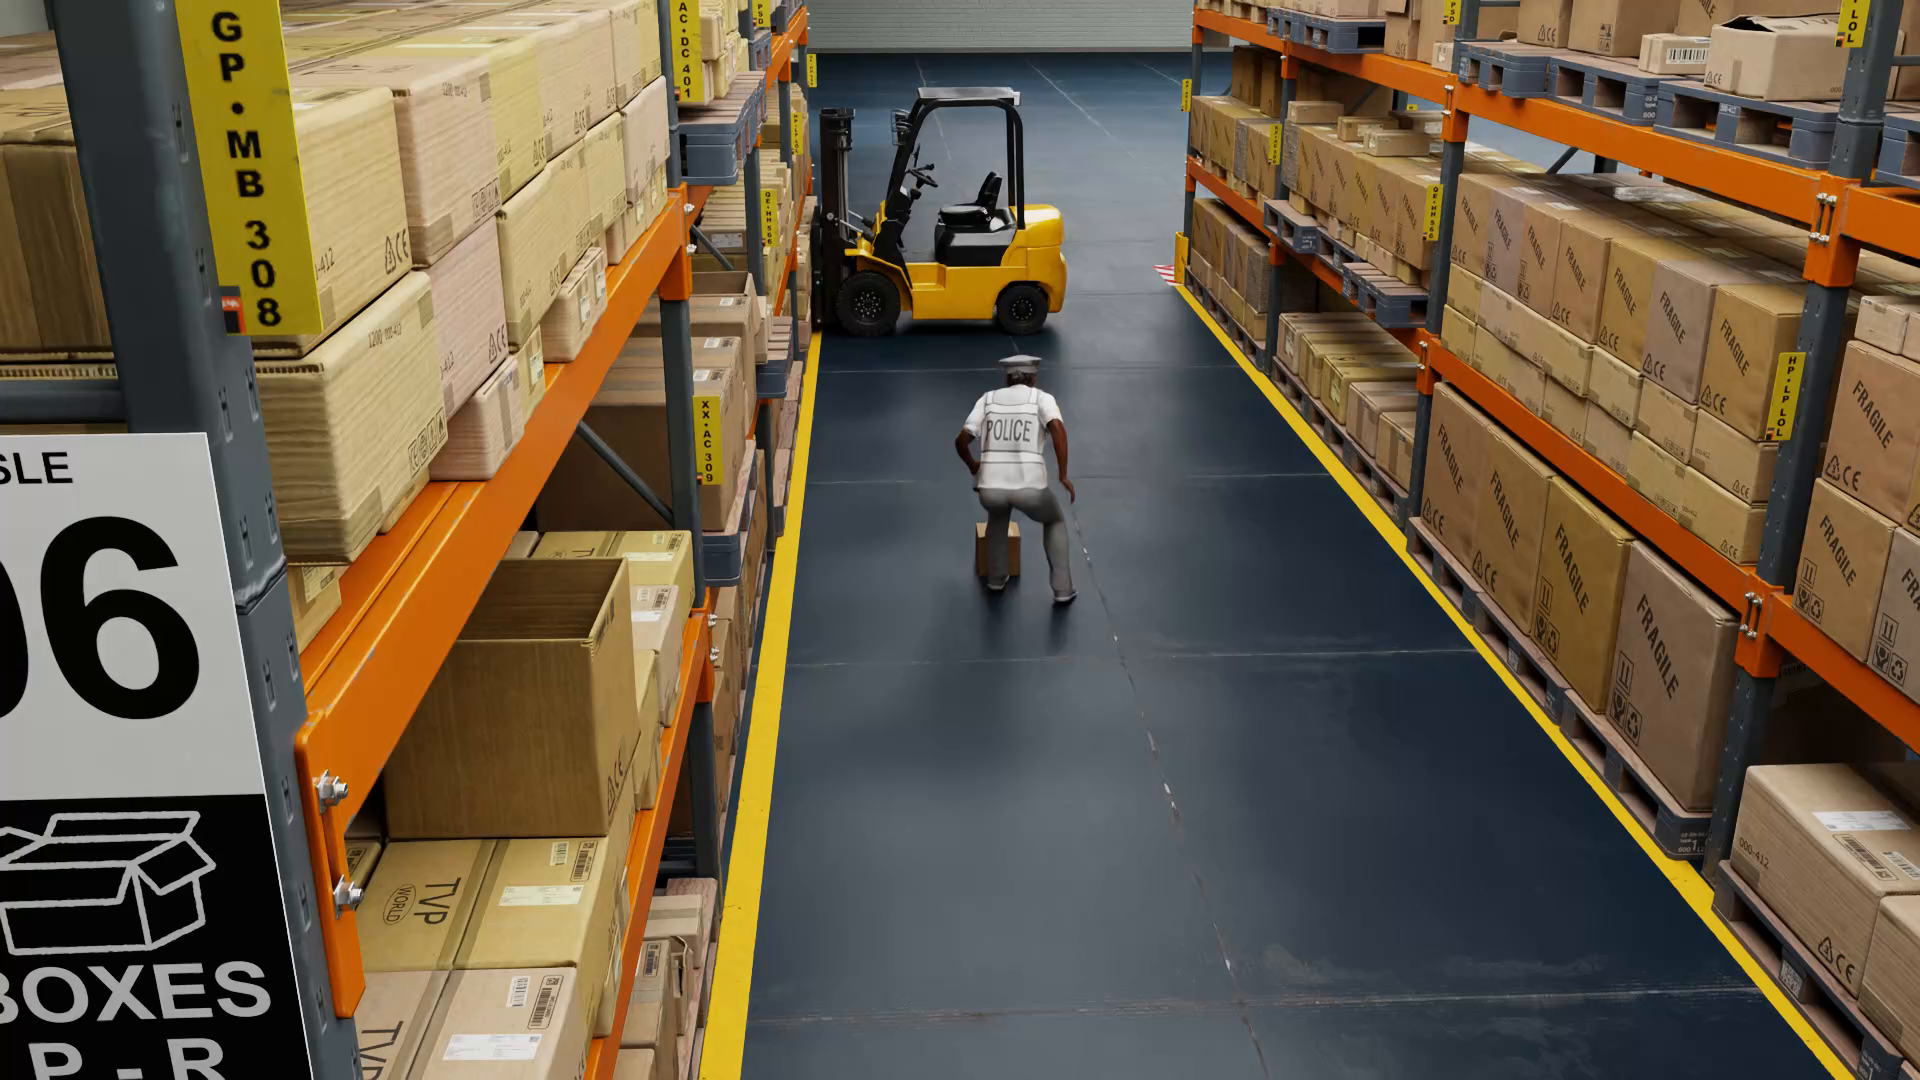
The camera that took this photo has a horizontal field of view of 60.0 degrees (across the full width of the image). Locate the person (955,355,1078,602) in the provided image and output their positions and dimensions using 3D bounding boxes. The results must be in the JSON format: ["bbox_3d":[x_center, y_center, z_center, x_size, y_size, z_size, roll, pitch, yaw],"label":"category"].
[{"bbox_3d":[0.329,-0.310,9.317,0.692,1.382,0.708,5,21,12],"label":"person"}]
